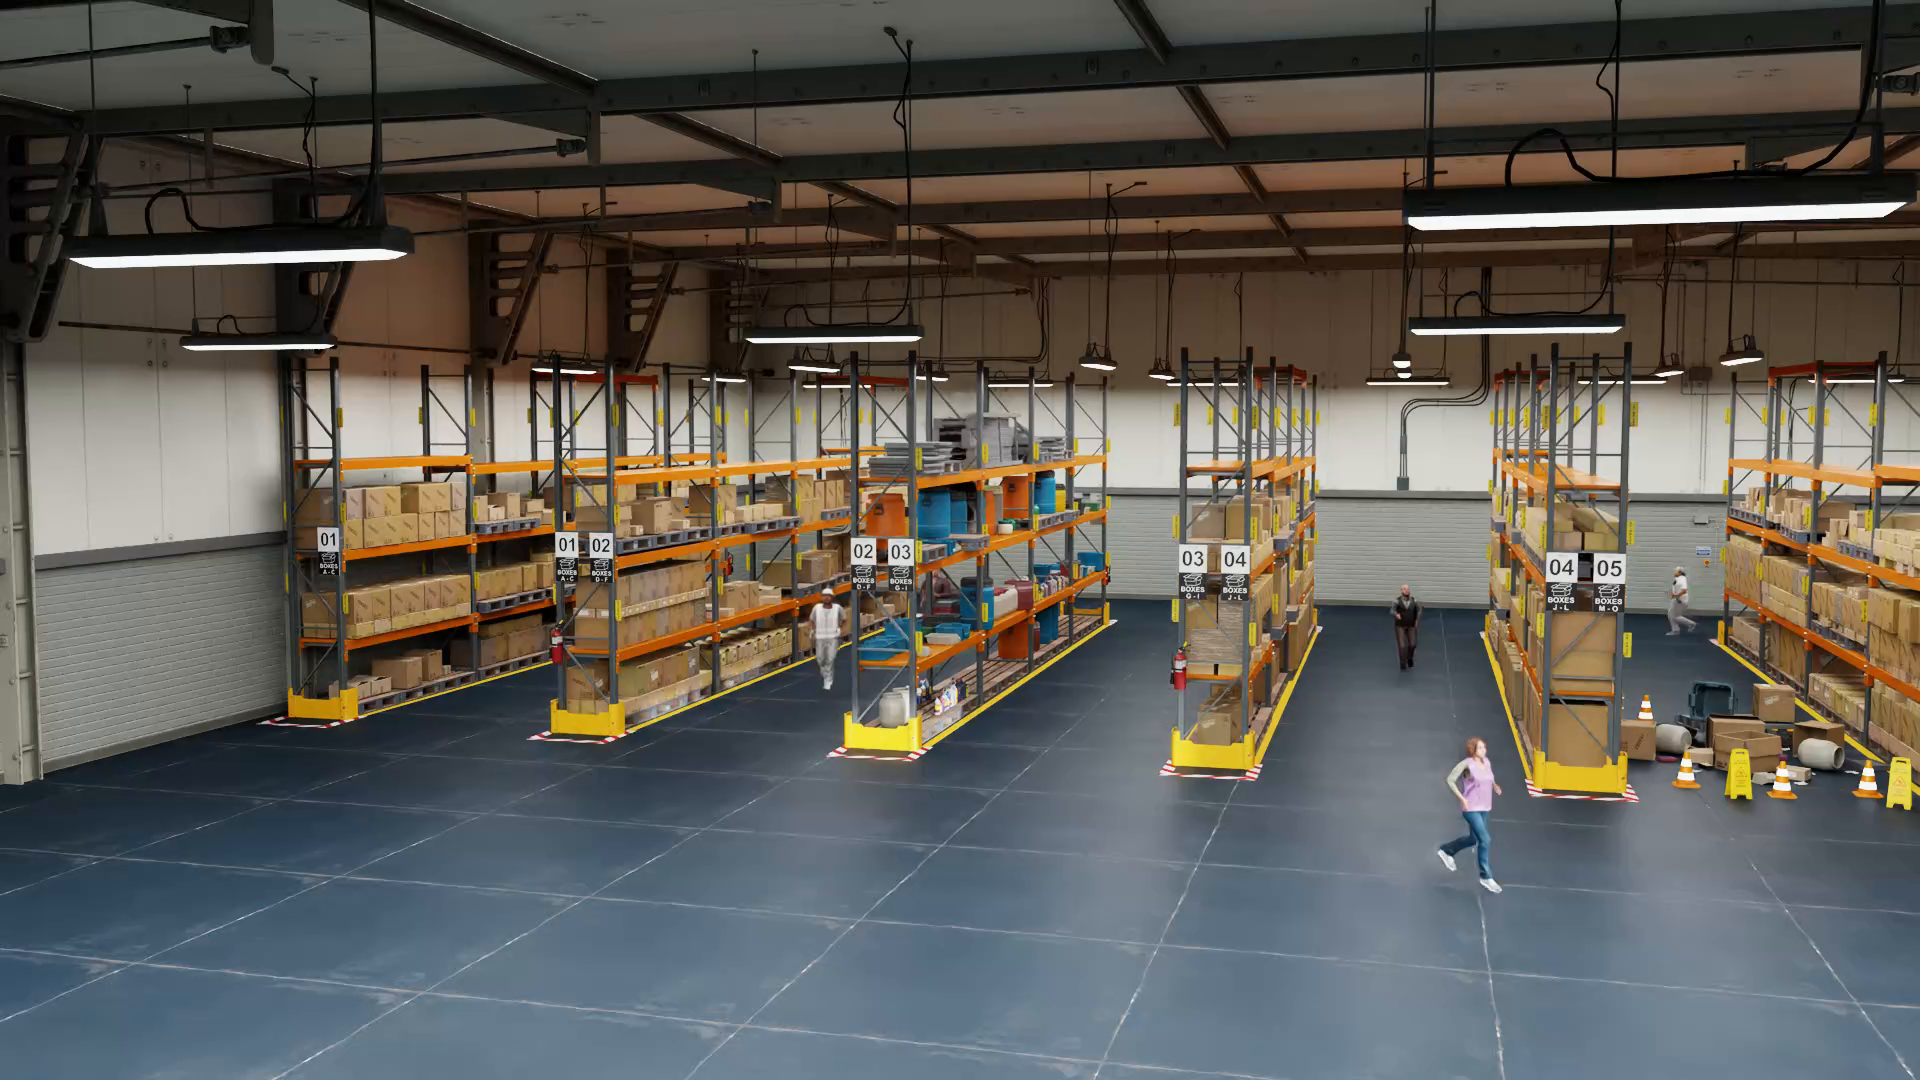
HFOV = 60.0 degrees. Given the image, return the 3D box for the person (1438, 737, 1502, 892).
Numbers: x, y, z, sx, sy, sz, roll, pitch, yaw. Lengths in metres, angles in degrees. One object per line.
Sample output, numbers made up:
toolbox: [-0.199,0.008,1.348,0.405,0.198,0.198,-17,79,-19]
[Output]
person: [5.502,2.897,17.849,0.526,1.606,0.815,-3,5,-35]

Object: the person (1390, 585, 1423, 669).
person: [8.853,1.730,32.968,0.648,1.677,0.590,1,4,10]

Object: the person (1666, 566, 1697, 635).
person: [16.579,1.408,38.185,0.615,1.618,0.645,2,5,22]

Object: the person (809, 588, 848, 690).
person: [-2.304,1.711,29.037,0.683,1.747,0.625,0,4,1]

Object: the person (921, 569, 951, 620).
person: [-0.507,1.405,32.888,0.698,1.832,0.852,1,4,16]
